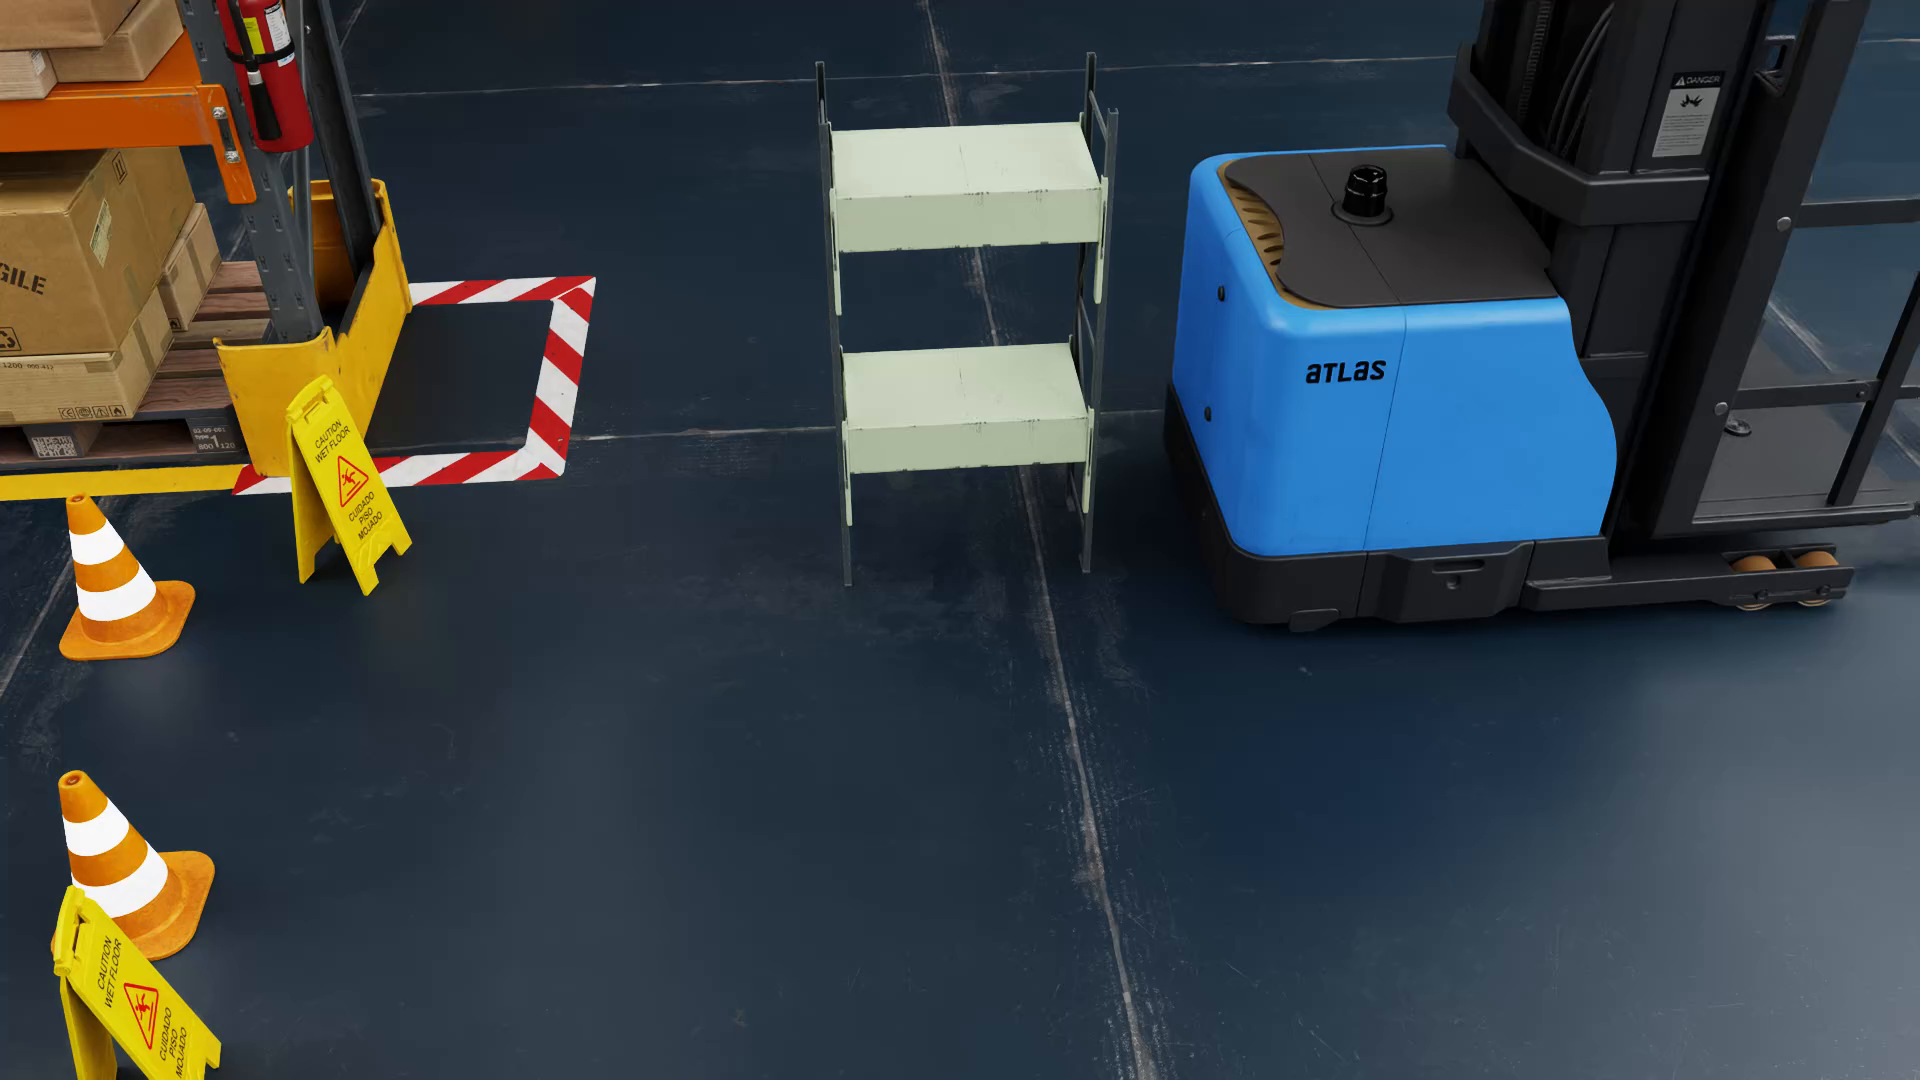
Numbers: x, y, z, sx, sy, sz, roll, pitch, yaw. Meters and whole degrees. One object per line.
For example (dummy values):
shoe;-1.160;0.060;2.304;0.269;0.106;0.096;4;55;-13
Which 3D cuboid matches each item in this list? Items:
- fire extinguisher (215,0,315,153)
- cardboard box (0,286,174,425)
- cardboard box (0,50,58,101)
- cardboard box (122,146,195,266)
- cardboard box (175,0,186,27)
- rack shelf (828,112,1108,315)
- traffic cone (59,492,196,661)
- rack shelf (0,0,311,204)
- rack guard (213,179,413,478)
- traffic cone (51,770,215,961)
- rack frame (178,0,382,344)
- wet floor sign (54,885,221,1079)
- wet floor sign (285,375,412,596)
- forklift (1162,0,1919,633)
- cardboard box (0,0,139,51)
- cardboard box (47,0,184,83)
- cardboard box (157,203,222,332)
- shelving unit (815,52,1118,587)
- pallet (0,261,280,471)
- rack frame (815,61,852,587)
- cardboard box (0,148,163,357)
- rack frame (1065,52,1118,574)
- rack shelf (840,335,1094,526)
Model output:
fire extinguisher;-2.000;-1.446;4.724;0.183;0.674;0.296;-3;38;-4
cardboard box;-2.960;-0.629;5.506;0.500;0.250;0.500;-3;38;-4
cardboard box;-2.751;-1.421;4.833;0.250;0.149;0.380;-4;38;-5
cardboard box;-3.006;-1.259;5.700;0.500;0.500;0.500;-4;38;-5
cardboard box;-2.512;-1.765;5.269;0.250;0.149;0.380;-3;38;-4
rack shelf;0.007;-0.896;4.544;0.720;0.370;0.431;-3;38;-4
traffic cone;-2.469;0.061;4.800;0.334;0.463;0.336;-3;38;-4
rack shelf;-4.147;-1.363;5.136;4.000;0.370;1.077;-3;38;-4
rack guard;-2.231;-0.769;5.821;0.348;0.500;1.175;-3;38;-4
traffic cone;-2.032;0.727;3.955;0.334;0.463;0.336;-3;38;-4
rack frame;-2.155;-1.755;5.052;0.127;3.000;1.000;-3;38;-4
wet floor sign;-1.762;0.995;3.468;0.232;0.644;0.267;-9;39;-12
wet floor sign;-1.871;-0.181;4.958;0.232;0.644;0.267;9;39;12
forklift;2.227;-1.263;4.485;3.031;2.935;1.130;-4;38;-5
cardboard box;-2.671;-1.711;4.676;0.500;0.500;0.500;-4;38;-5
cardboard box;-2.508;-1.504;4.937;0.250;0.149;0.380;-2;38;-2
cardboard box;-2.983;-0.967;5.934;0.500;0.250;0.500;-3;38;-4
shelving unit;0.007;-0.589;4.786;0.755;1.500;0.431;-3;38;-4
pallet;-3.043;-0.633;5.882;1.213;0.211;1.003;-3;38;-4
rack frame;-0.358;-0.569;4.760;0.023;1.500;0.400;-3;38;-4
cardboard box;-2.930;-0.930;5.282;0.500;0.500;0.500;-3;38;-4
rack frame;0.371;-0.609;4.811;0.023;1.500;0.400;-3;38;-4
rack shelf;0.007;-0.333;4.988;0.720;0.370;0.431;-3;38;-4
